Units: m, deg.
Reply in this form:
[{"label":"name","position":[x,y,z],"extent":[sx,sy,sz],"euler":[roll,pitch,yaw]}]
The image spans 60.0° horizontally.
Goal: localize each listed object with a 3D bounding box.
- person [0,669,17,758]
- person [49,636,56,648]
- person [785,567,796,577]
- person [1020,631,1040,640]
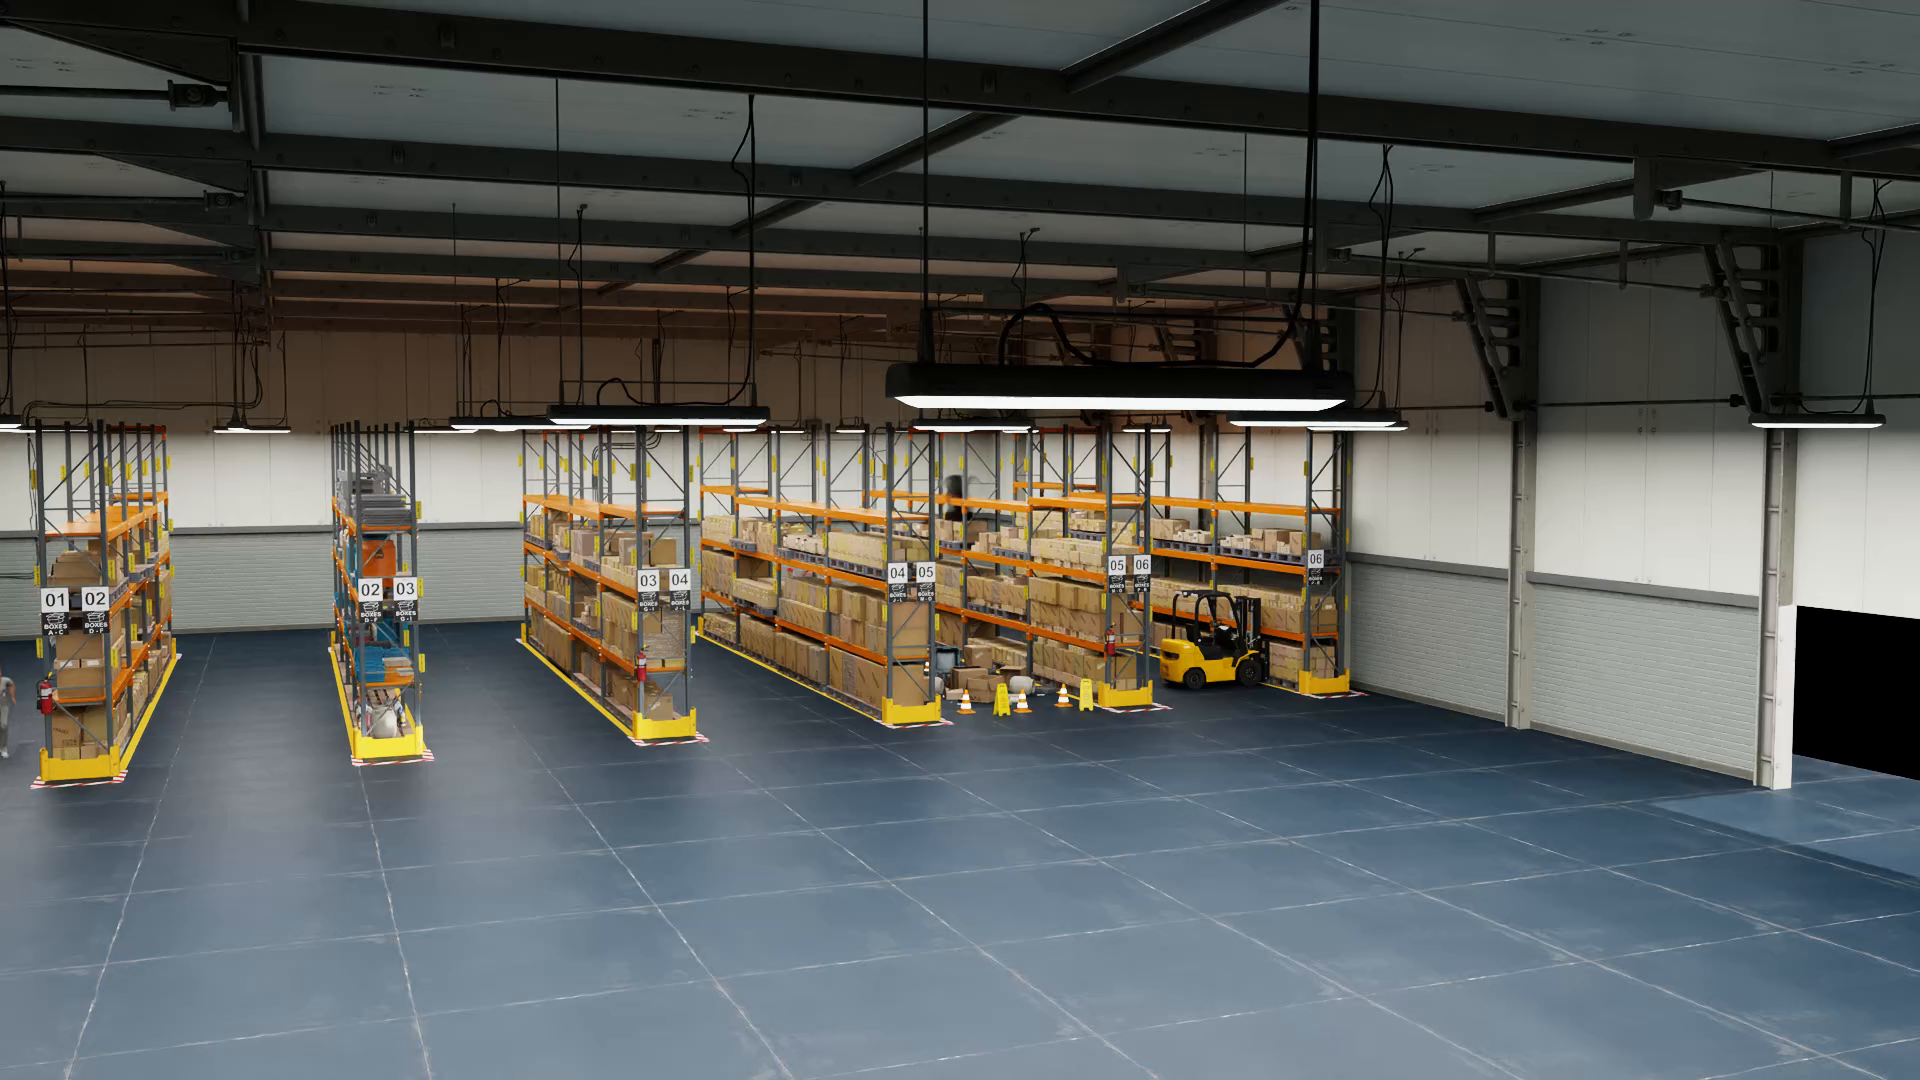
[{"label":"person","position":[-17.252,3.041,29.847],"extent":[0.561,1.637,0.955],"euler":[-2,4,-26]},{"label":"person","position":[-20.206,2.520,37.550],"extent":[0.692,1.726,0.845],"euler":[-2,4,-28]},{"label":"person","position":[-5.119,1.682,50.857],"extent":[0.771,1.751,0.663],"euler":[-2,4,-28]},{"label":"person","position":[1.987,1.981,46.412],"extent":[0.608,1.659,0.870],"euler":[-3,4,-37]}]
